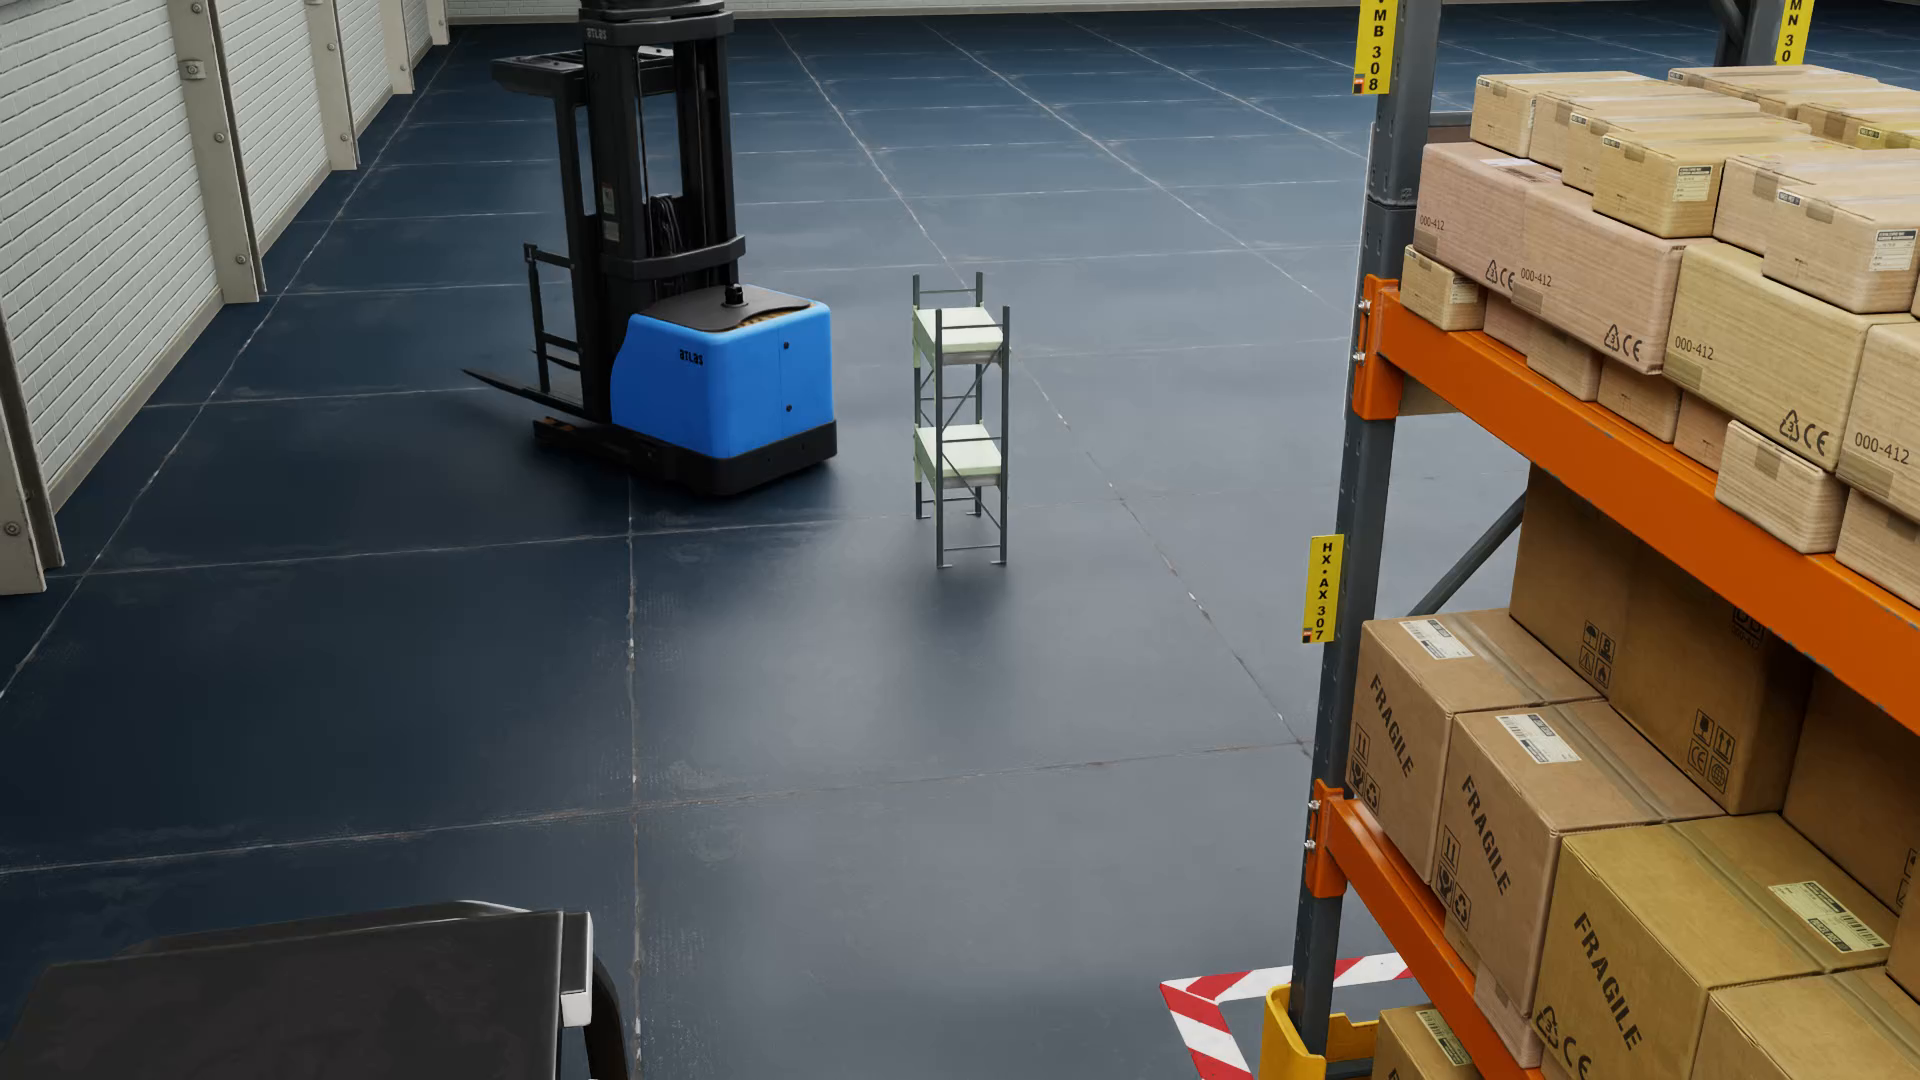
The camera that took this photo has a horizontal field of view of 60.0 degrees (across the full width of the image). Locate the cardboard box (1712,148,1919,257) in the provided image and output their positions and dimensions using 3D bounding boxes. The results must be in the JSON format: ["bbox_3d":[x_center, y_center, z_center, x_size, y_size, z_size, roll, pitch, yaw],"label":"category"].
[{"bbox_3d":[1.568,-0.581,2.902,0.380,0.149,0.250,-4,24,-10],"label":"cardboard box"}]

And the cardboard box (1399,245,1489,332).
[{"bbox_3d":[1.284,-0.611,3.968,0.380,0.149,0.250,-4,24,-10],"label":"cardboard box"}]

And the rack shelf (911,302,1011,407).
[{"bbox_3d":[-0.001,-1.048,9.300,0.431,0.370,0.720,-4,24,-10],"label":"rack shelf"}]

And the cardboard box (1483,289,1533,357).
[{"bbox_3d":[1.420,-0.515,3.747,0.380,0.149,0.250,-5,24,-11],"label":"cardboard box"}]

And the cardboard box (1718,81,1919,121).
[{"bbox_3d":[1.904,-0.916,3.669,0.380,0.149,0.250,-4,24,-9],"label":"cardboard box"}]

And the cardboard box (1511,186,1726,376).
[{"bbox_3d":[1.456,-0.532,3.289,0.500,0.250,0.500,-5,24,-11],"label":"cardboard box"}]

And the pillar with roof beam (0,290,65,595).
[{"bbox_3d":[-0.972,-4.225,8.180,9.100,9.000,0.400,-4,24,-10],"label":"pillar with roof beam"}]

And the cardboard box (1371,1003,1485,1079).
[{"bbox_3d":[1.424,1.565,4.394,0.500,0.500,0.500,-5,24,-12],"label":"cardboard box"}]

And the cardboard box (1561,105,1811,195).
[{"bbox_3d":[1.454,-0.776,3.348,0.380,0.149,0.250,-4,24,-10],"label":"cardboard box"}]

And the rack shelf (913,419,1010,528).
[{"bbox_3d":[-0.001,-0.391,9.586,0.431,0.370,0.720,-4,24,-10],"label":"rack shelf"}]

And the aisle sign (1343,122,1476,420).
[{"bbox_3d":[1.225,-0.699,4.355,0.394,0.787,0.004,-4,24,-10],"label":"aisle sign"}]

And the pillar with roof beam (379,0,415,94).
[{"bbox_3d":[-4.300,-11.305,24.391,9.100,9.000,0.400,-4,24,-10],"label":"pillar with roof beam"}]

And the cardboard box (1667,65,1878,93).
[{"bbox_3d":[1.894,-1.020,3.908,0.380,0.149,0.250,-4,24,-9],"label":"cardboard box"}]

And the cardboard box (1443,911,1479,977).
[{"bbox_3d":[1.431,0.966,4.104,0.380,0.149,0.250,-5,24,-11],"label":"cardboard box"}]

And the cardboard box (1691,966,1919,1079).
[{"bbox_3d":[1.653,1.122,2.938,0.500,0.500,0.500,-5,24,-11],"label":"cardboard box"}]

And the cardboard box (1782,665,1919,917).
[{"bbox_3d":[2.132,0.431,3.270,0.700,0.500,0.500,-5,24,-10],"label":"cardboard box"}]

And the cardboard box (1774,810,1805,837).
[{"bbox_3d":[2.001,0.702,3.899,0.500,0.500,0.500,-4,24,-10],"label":"cardboard box"}]

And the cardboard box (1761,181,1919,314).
[{"bbox_3d":[1.536,-0.472,2.653,0.380,0.149,0.250,-4,24,-8],"label":"cardboard box"}]

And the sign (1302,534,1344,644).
[{"bbox_3d":[1.008,0.137,4.607,0.100,0.325,0.005,-4,24,-10],"label":"sign"}]

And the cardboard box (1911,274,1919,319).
[{"bbox_3d":[1.657,-0.376,2.432,0.380,0.149,0.250,-4,24,-9],"label":"cardboard box"}]

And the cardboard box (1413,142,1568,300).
[{"bbox_3d":[1.372,-0.731,3.744,0.500,0.250,0.500,-5,24,-11],"label":"cardboard box"}]

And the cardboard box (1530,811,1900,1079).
[{"bbox_3d":[1.551,0.922,3.394,0.500,0.500,0.500,-5,24,-11],"label":"cardboard box"}]

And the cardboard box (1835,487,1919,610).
[{"bbox_3d":[1.615,-0.003,2.575,0.380,0.149,0.250,-5,24,-11],"label":"cardboard box"}]

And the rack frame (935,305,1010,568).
[{"bbox_3d":[0.066,-0.546,9.126,0.400,1.500,0.023,-4,24,-10],"label":"rack frame"}]

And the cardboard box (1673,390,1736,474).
[{"bbox_3d":[1.558,-0.208,3.045,0.380,0.149,0.250,-5,24,-11],"label":"cardboard box"}]

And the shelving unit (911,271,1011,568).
[{"bbox_3d":[-0.001,-0.690,9.456,0.431,1.500,0.755,-4,24,-10],"label":"shelving unit"}]

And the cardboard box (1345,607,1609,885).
[{"bbox_3d":[1.356,0.518,4.319,0.500,0.500,0.500,-5,24,-11],"label":"cardboard box"}]

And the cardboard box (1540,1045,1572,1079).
[{"bbox_3d":[1.513,1.169,3.640,0.380,0.149,0.250,-4,24,-8],"label":"cardboard box"}]

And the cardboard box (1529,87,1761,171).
[{"bbox_3d":[1.469,-0.878,3.583,0.380,0.149,0.250,-4,24,-10],"label":"cardboard box"}]

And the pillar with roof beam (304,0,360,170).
[{"bbox_3d":[-3.191,-8.945,18.988,9.100,9.000,0.400,-4,24,-10],"label":"pillar with roof beam"}]

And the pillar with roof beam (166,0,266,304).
[{"bbox_3d":[-2.081,-6.585,13.584,9.100,9.000,0.400,-4,24,-10],"label":"pillar with roof beam"}]

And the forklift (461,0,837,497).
[{"bbox_3d":[-2.247,-2.086,10.863,3.031,2.935,1.130,19,30,37],"label":"forklift"}]

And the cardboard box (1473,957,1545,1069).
[{"bbox_3d":[1.432,1.069,3.867,0.380,0.149,0.250,-4,24,-9],"label":"cardboard box"}]

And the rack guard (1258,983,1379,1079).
[{"bbox_3d":[1.555,1.669,5.304,1.175,0.500,0.348,-4,24,-10],"label":"rack guard"}]

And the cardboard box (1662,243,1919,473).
[{"bbox_3d":[1.576,-0.331,2.828,0.500,0.250,0.500,-4,24,-8],"label":"cardboard box"}]

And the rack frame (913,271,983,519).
[{"bbox_3d":[-0.069,-0.834,9.785,0.400,1.500,0.023,-4,24,-10],"label":"rack frame"}]

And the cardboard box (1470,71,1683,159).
[{"bbox_3d":[1.407,-0.976,3.808,0.380,0.149,0.250,-4,24,-10],"label":"cardboard box"}]

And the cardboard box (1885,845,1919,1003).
[{"bbox_3d":[2.088,0.637,2.798,0.700,0.500,0.500,-4,24,-10],"label":"cardboard box"}]

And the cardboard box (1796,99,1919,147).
[{"bbox_3d":[1.969,-0.817,3.442,0.380,0.149,0.250,-5,24,-10],"label":"cardboard box"}]

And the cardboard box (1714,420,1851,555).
[{"bbox_3d":[1.526,-0.103,2.805,0.380,0.149,0.250,-4,24,-9],"label":"cardboard box"}]

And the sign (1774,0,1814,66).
[{"bbox_3d":[2.090,-1.320,4.171,0.100,0.325,0.005,-4,24,-10],"label":"sign"}]

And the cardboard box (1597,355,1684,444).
[{"bbox_3d":[1.505,-0.312,3.284,0.380,0.149,0.250,-4,24,-10],"label":"cardboard box"}]

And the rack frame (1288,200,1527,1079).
[{"bbox_3d":[1.541,0.494,4.872,1.000,3.000,0.127,-4,24,-10],"label":"rack frame"}]

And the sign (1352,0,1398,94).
[{"bbox_3d":[1.008,-1.241,4.005,0.100,0.325,0.005,-4,24,-10],"label":"sign"}]

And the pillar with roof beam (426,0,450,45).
[{"bbox_3d":[-5.410,-13.665,29.795,9.100,9.000,0.400,-4,24,-10],"label":"pillar with roof beam"}]

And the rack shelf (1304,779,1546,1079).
[{"bbox_3d":[1.911,1.610,3.215,1.077,0.370,4.000,-4,24,-10],"label":"rack shelf"}]

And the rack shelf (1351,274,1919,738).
[{"bbox_3d":[1.911,0.235,2.614,1.077,0.370,4.000,-4,24,-10],"label":"rack shelf"}]

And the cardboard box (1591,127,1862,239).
[{"bbox_3d":[1.428,-0.671,3.109,0.380,0.149,0.250,-4,24,-10],"label":"cardboard box"}]

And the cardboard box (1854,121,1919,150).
[{"bbox_3d":[1.965,-0.713,3.205,0.380,0.149,0.250,-4,24,-9],"label":"cardboard box"}]

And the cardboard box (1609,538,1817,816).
[{"bbox_3d":[1.937,0.238,3.712,0.700,0.500,0.500,-4,24,-9],"label":"cardboard box"}]

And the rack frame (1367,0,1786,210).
[{"bbox_3d":[1.541,-2.256,3.671,1.000,3.000,0.127,-4,24,-10],"label":"rack frame"}]

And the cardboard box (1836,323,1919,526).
[{"bbox_3d":[1.651,-0.128,2.363,0.500,0.250,0.500,-4,24,-9],"label":"cardboard box"}]

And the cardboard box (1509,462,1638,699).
[{"bbox_3d":[1.850,0.038,4.169,0.700,0.500,0.500,-5,24,-11],"label":"cardboard box"}]

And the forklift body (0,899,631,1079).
[{"bbox_3d":[-1.193,1.862,2.799,2.313,2.155,1.214,-4,24,-10],"label":"forklift body"}]

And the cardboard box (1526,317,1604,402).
[{"bbox_3d":[1.435,-0.408,3.503,0.380,0.149,0.250,-4,24,-8],"label":"cardboard box"}]

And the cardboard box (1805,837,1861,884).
[{"bbox_3d":[2.090,0.899,3.447,0.500,0.500,0.500,-4,24,-10],"label":"cardboard box"}]

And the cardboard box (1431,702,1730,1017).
[{"bbox_3d":[1.455,0.722,3.853,0.500,0.500,0.500,-4,24,-8],"label":"cardboard box"}]
